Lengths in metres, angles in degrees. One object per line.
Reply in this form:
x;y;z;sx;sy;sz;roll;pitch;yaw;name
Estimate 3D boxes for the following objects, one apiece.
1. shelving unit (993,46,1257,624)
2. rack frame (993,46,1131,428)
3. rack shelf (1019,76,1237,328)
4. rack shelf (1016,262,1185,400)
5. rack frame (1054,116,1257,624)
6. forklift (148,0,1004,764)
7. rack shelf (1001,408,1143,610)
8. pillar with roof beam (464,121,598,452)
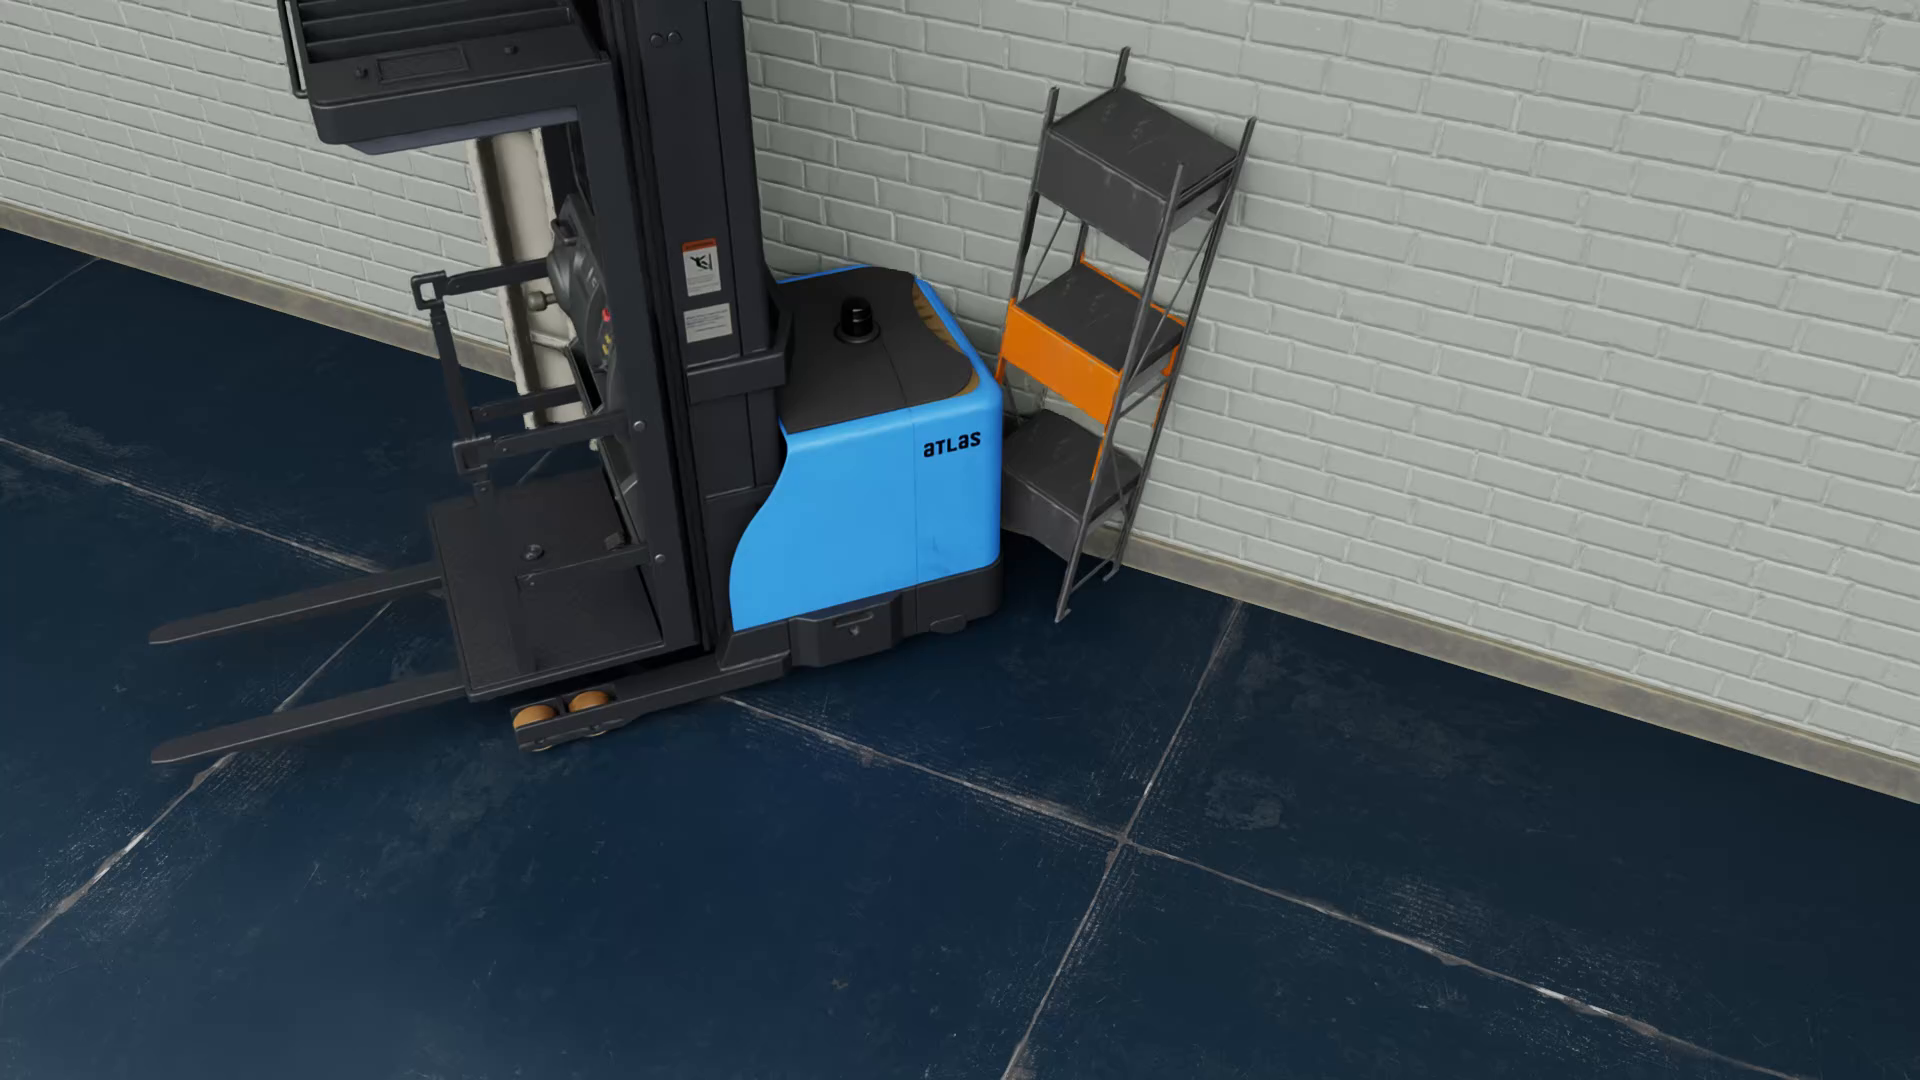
0.451;-0.620;5.811;0.503;2.100;0.431;36;52;22;shelving unit
0.267;-0.754;5.901;0.015;2.100;0.400;36;52;22;rack frame
0.541;-1.081;5.310;0.480;0.518;0.431;36;52;22;rack shelf
0.467;-0.703;5.721;0.457;0.174;0.368;36;52;22;rack shelf
0.634;-0.487;5.722;0.015;2.100;0.400;36;52;22;rack frame
-1.407;-0.754;5.382;3.031;2.935;1.130;-14;43;-16;forklift
0.357;-0.142;6.332;0.480;0.518;0.431;36;52;22;rack shelf
-3.491;-1.371;1.461;0.400;9.000;9.100;17;44;19;pillar with roof beam
